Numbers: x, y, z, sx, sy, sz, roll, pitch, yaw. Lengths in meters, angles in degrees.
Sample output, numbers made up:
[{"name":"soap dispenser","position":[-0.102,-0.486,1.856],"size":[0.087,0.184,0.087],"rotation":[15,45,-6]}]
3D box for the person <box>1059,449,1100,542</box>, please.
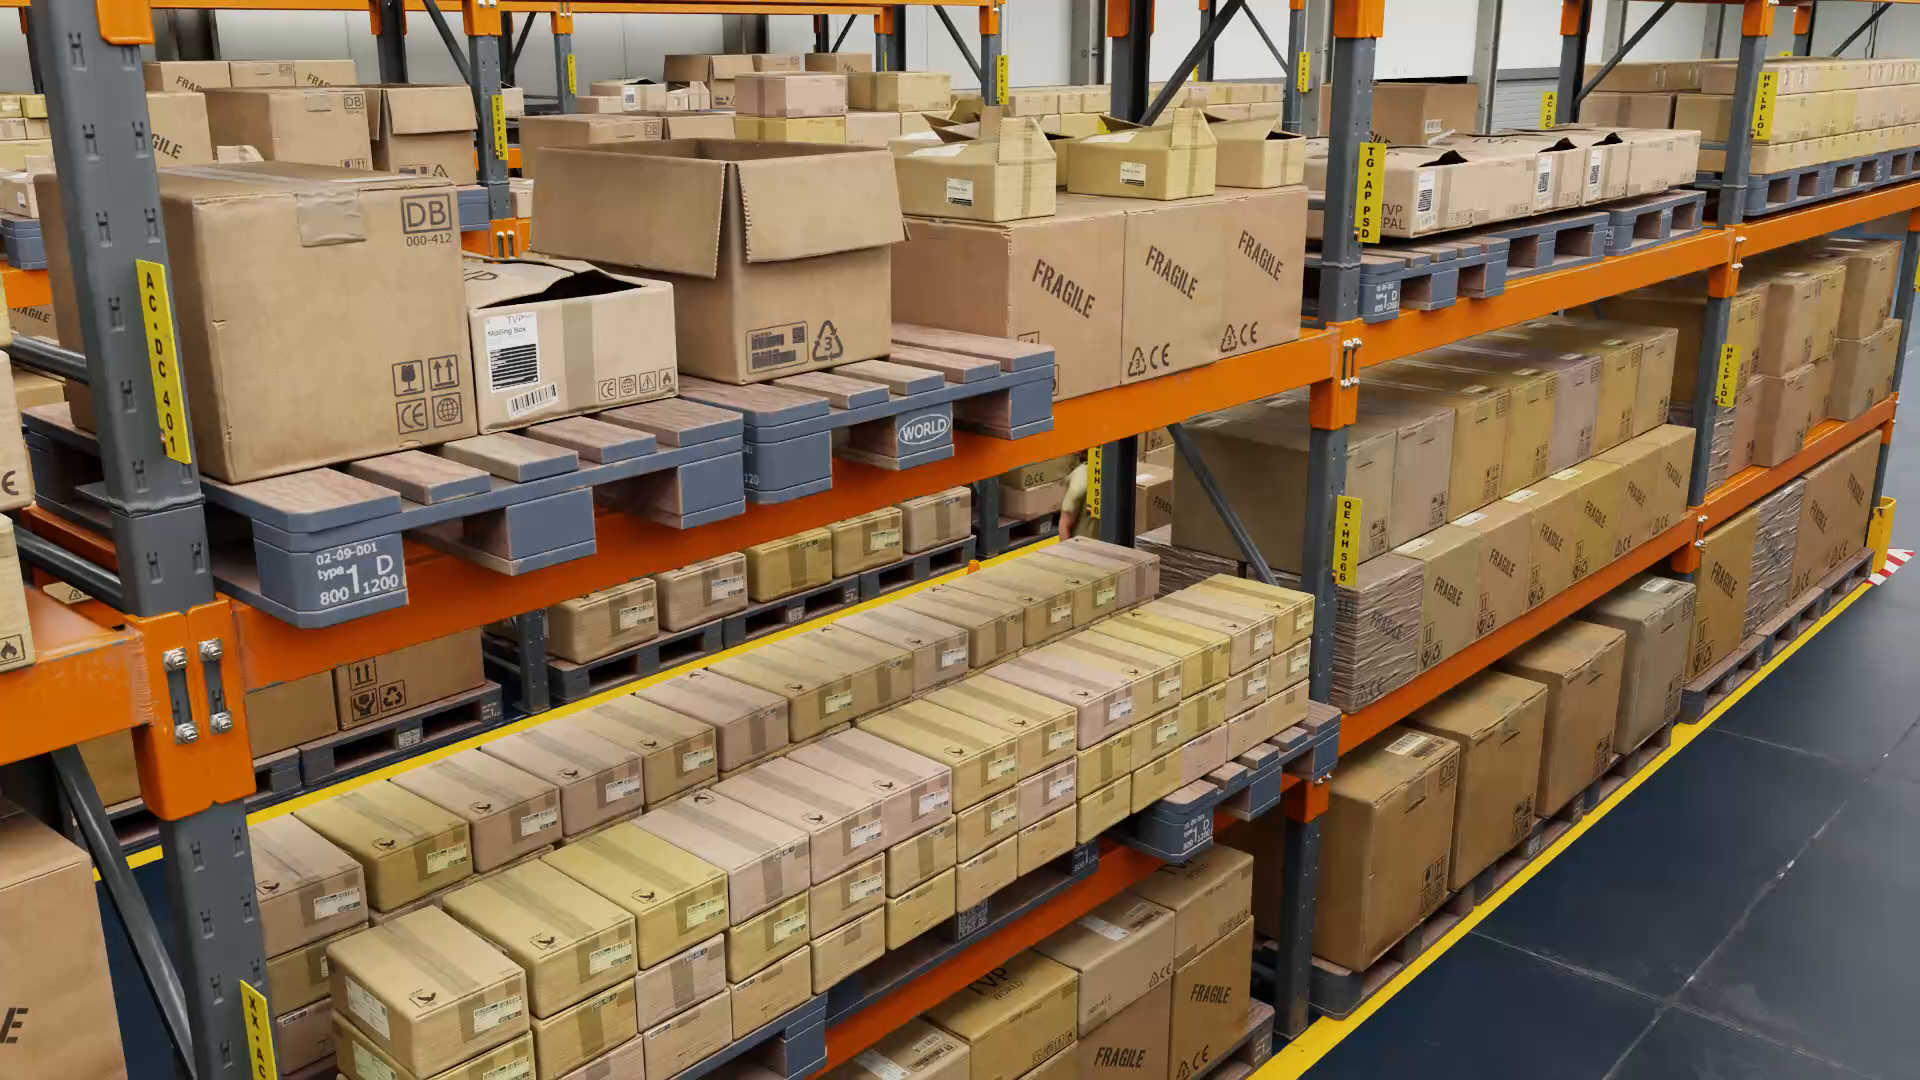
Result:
[{"name":"person","position":[0.763,0.135,9.606],"size":[0.362,1.671,0.519],"rotation":[13,21,36]}]
